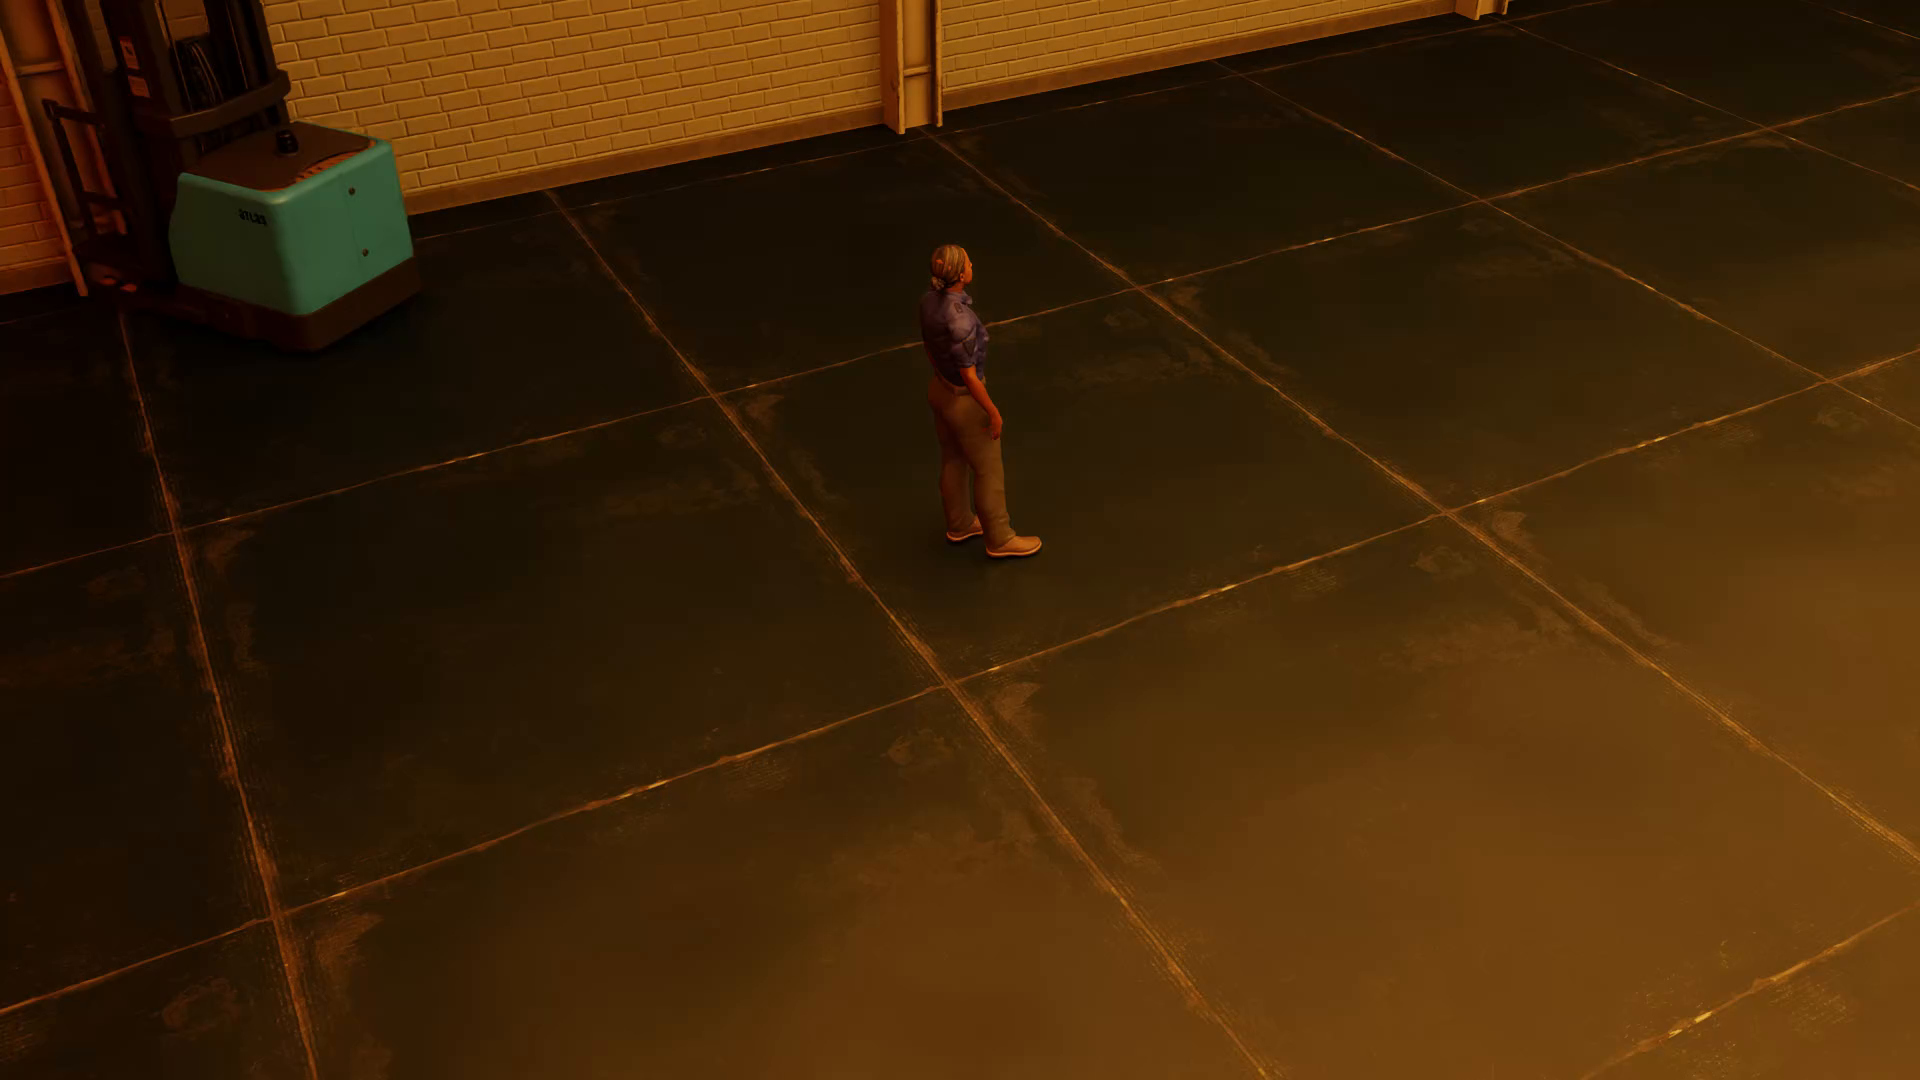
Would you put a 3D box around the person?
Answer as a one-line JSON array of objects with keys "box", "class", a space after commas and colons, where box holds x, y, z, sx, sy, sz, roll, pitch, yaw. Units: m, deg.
[{"box": [0.087, -0.695, 8.200, 0.504, 1.654, 0.569, -17, 39, -23], "class": "person"}]

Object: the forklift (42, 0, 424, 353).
[{"box": [-5.057, -2.936, 10.277, 3.031, 2.935, 1.130, 16, 38, 22], "class": "forklift"}]
